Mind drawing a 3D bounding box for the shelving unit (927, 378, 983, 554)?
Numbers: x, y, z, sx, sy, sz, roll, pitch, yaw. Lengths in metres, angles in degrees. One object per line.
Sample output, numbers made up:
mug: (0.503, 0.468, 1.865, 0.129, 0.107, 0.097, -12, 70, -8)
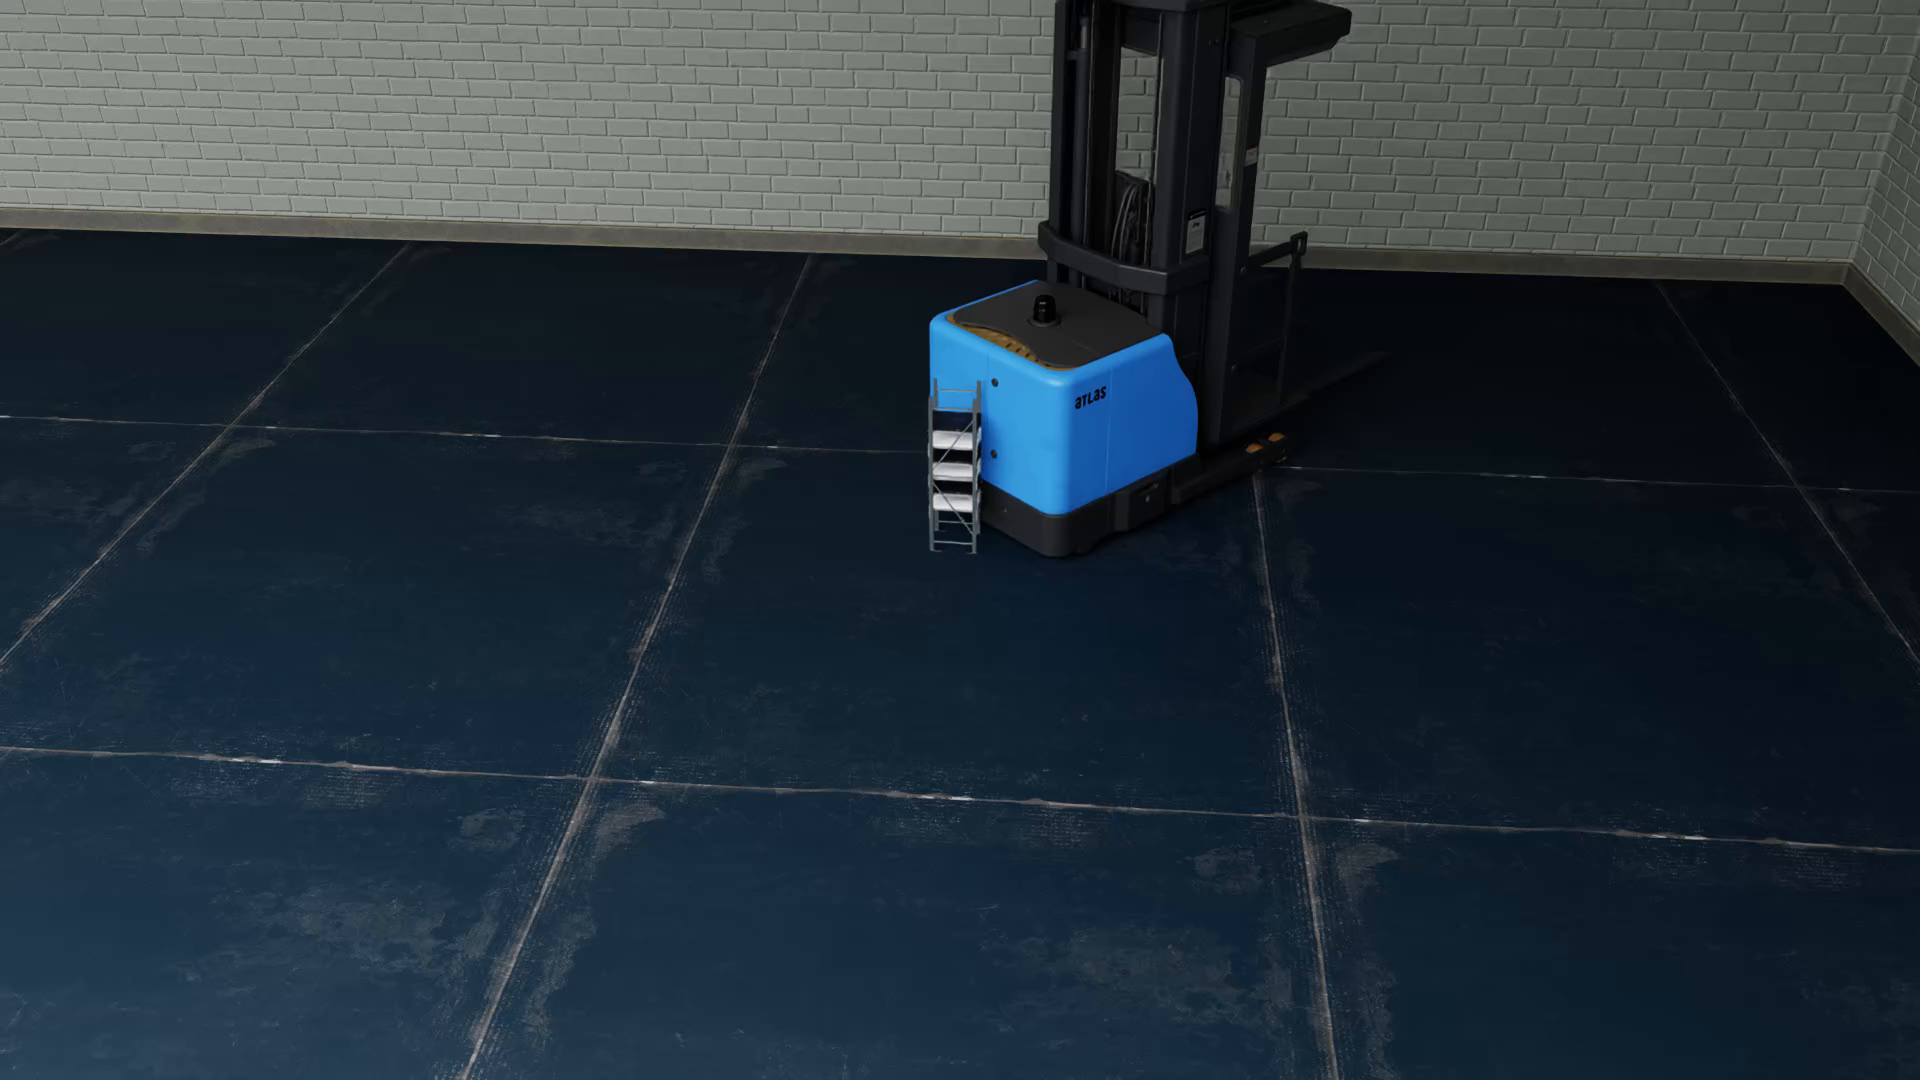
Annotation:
shelving unit: (-0.025, -0.370, 8.493, 0.258, 0.900, 0.210, 3, 32, 6)

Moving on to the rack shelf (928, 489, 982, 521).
rack shelf: (-0.025, -0.188, 8.604, 0.258, 0.077, 0.200, 3, 32, 6)

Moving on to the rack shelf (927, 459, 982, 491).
rack shelf: (-0.025, -0.342, 8.510, 0.258, 0.077, 0.200, 3, 32, 6)

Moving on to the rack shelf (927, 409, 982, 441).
rack shelf: (-0.025, -0.571, 8.368, 0.258, 0.077, 0.200, 3, 32, 6)

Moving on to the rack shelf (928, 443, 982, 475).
rack shelf: (-0.025, -0.418, 8.463, 0.258, 0.077, 0.200, 3, 32, 6)

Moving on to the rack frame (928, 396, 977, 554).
rack frame: (-0.037, -0.317, 8.407, 0.240, 0.900, 0.006, 3, 32, 6)

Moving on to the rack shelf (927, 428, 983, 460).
rack shelf: (-0.025, -0.495, 8.416, 0.258, 0.077, 0.200, 3, 32, 6)

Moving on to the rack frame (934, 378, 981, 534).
rack frame: (-0.013, -0.423, 8.579, 0.240, 0.900, 0.006, 3, 32, 6)

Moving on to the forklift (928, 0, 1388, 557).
forklift: (1.266, -1.808, 8.889, 3.031, 2.935, 1.130, -25, 39, -34)

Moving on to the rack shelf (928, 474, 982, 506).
rack shelf: (-0.025, -0.265, 8.557, 0.258, 0.077, 0.200, 3, 32, 6)
